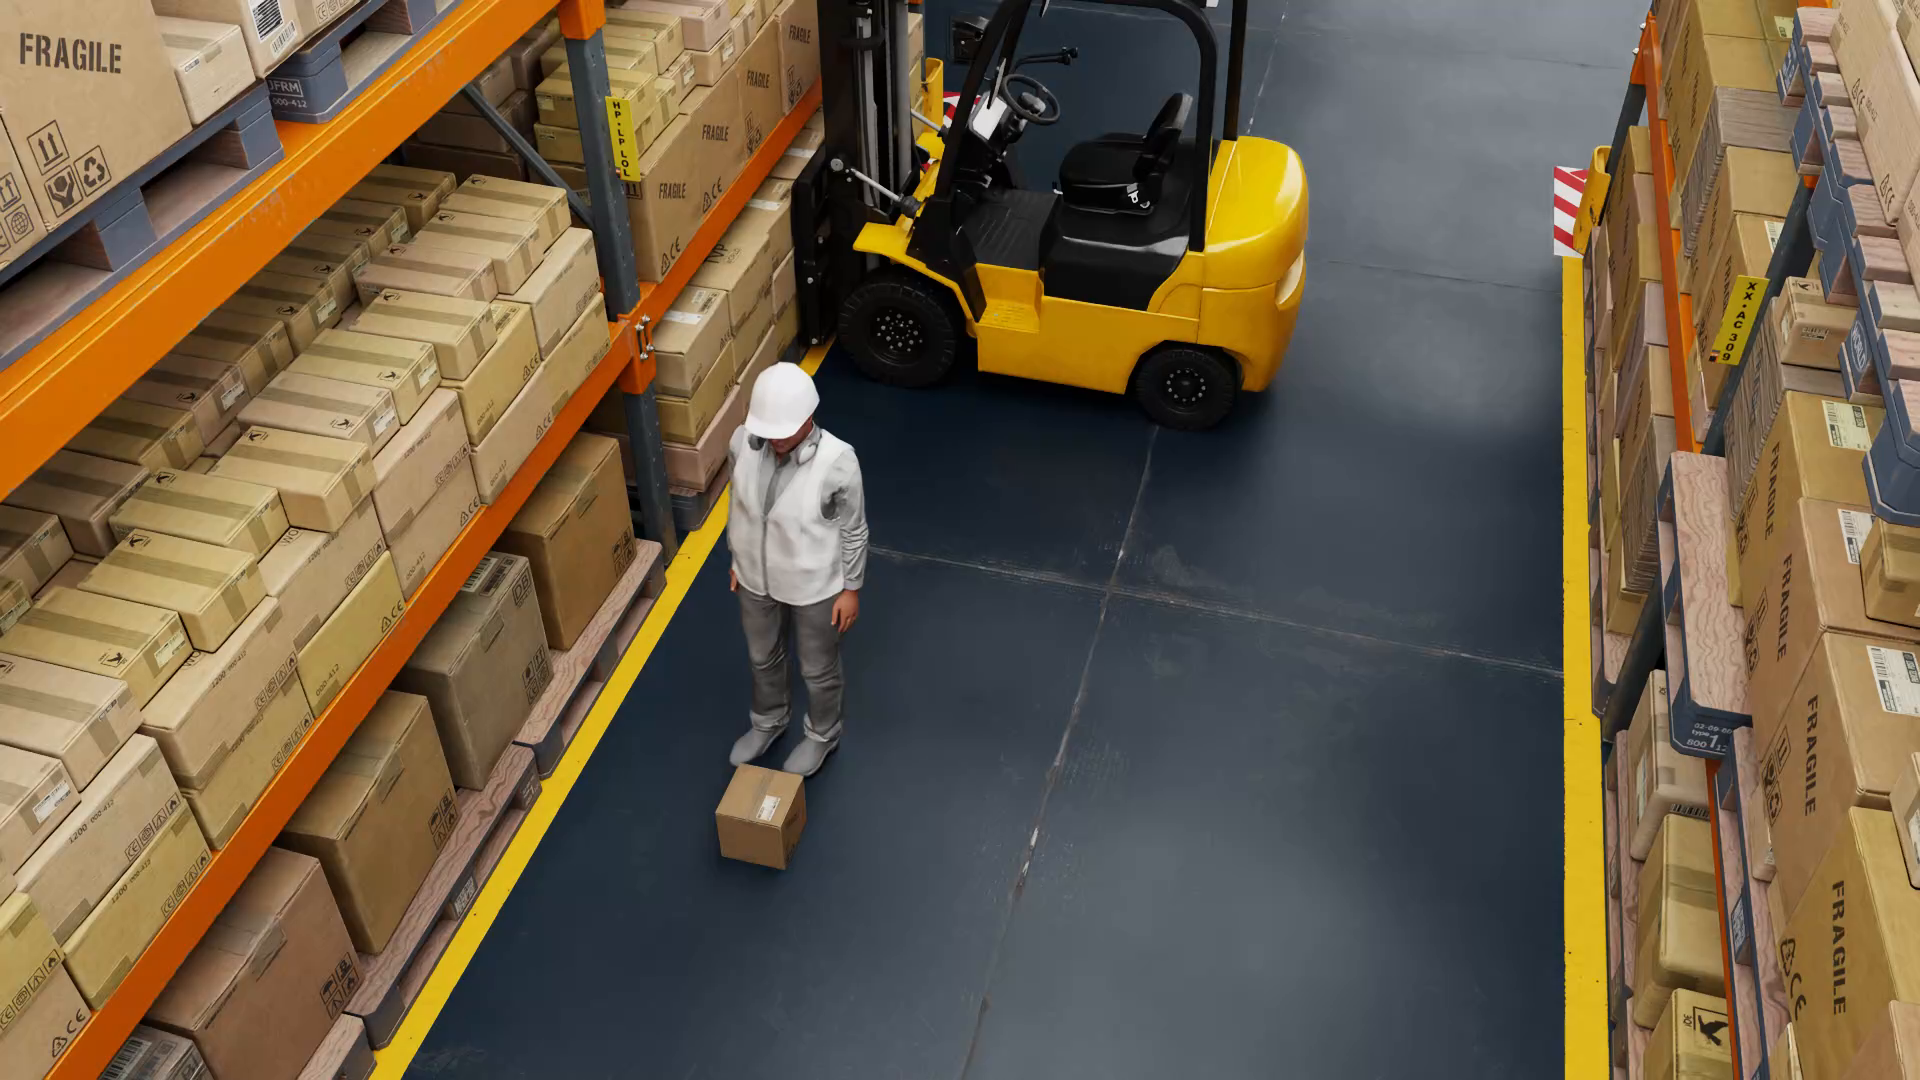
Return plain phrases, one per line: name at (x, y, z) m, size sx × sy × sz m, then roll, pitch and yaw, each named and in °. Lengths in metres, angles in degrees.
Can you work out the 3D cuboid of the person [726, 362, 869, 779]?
person at (-0.604, 0.148, 5.968) m, size 0.548 × 1.808 × 0.413 m, roll 17°, pitch 43°, yaw 18°
